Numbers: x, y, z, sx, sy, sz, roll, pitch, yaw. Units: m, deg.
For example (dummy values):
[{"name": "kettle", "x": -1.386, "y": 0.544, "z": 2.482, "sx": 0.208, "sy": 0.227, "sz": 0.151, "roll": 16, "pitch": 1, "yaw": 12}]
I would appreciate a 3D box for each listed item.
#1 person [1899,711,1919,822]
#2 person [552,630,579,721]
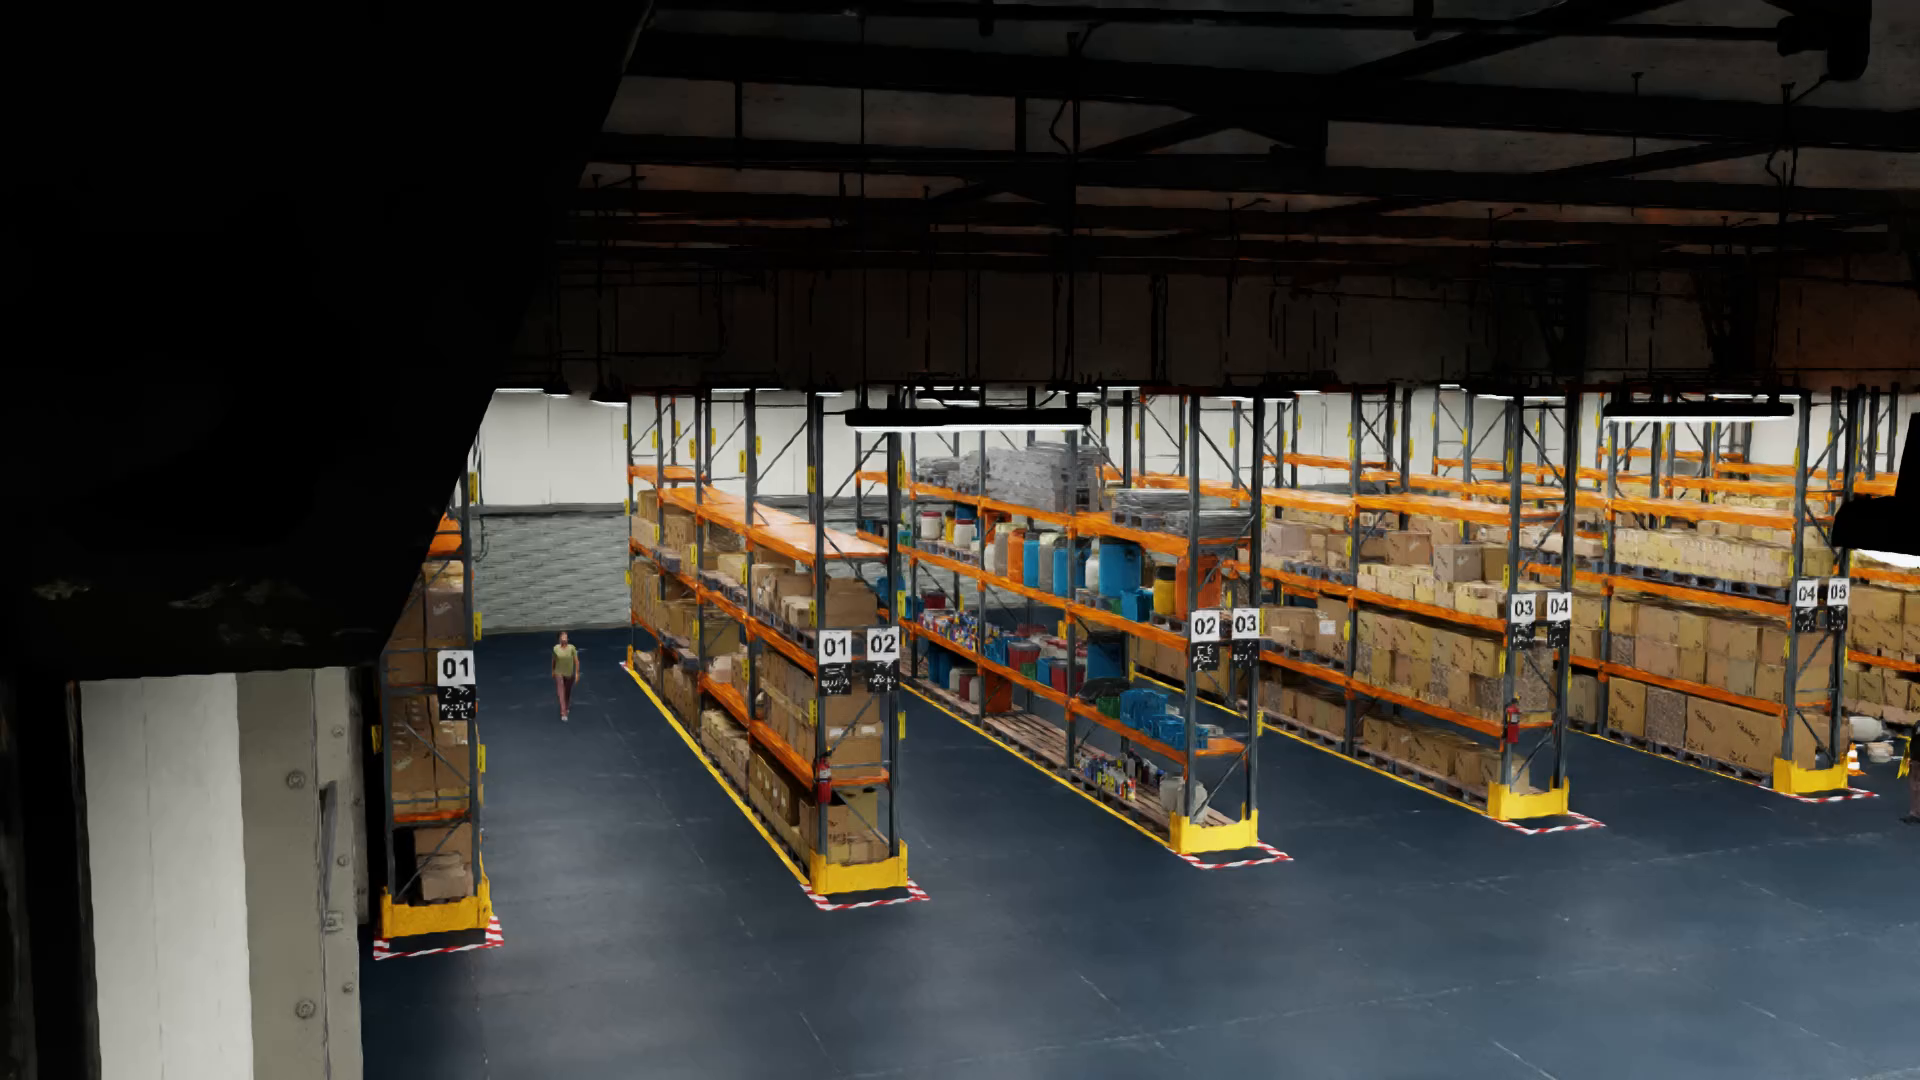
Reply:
[{"name": "person", "x": 13.400, "y": 3.133, "z": 23.046, "sx": 0.470, "sy": 1.627, "sz": 0.583, "roll": -1, "pitch": 6, "yaw": -14}, {"name": "person", "x": -7.129, "y": 2.421, "z": 30.076, "sx": 0.456, "sy": 1.612, "sz": 1.016, "roll": -2, "pitch": 6, "yaw": -20}]
